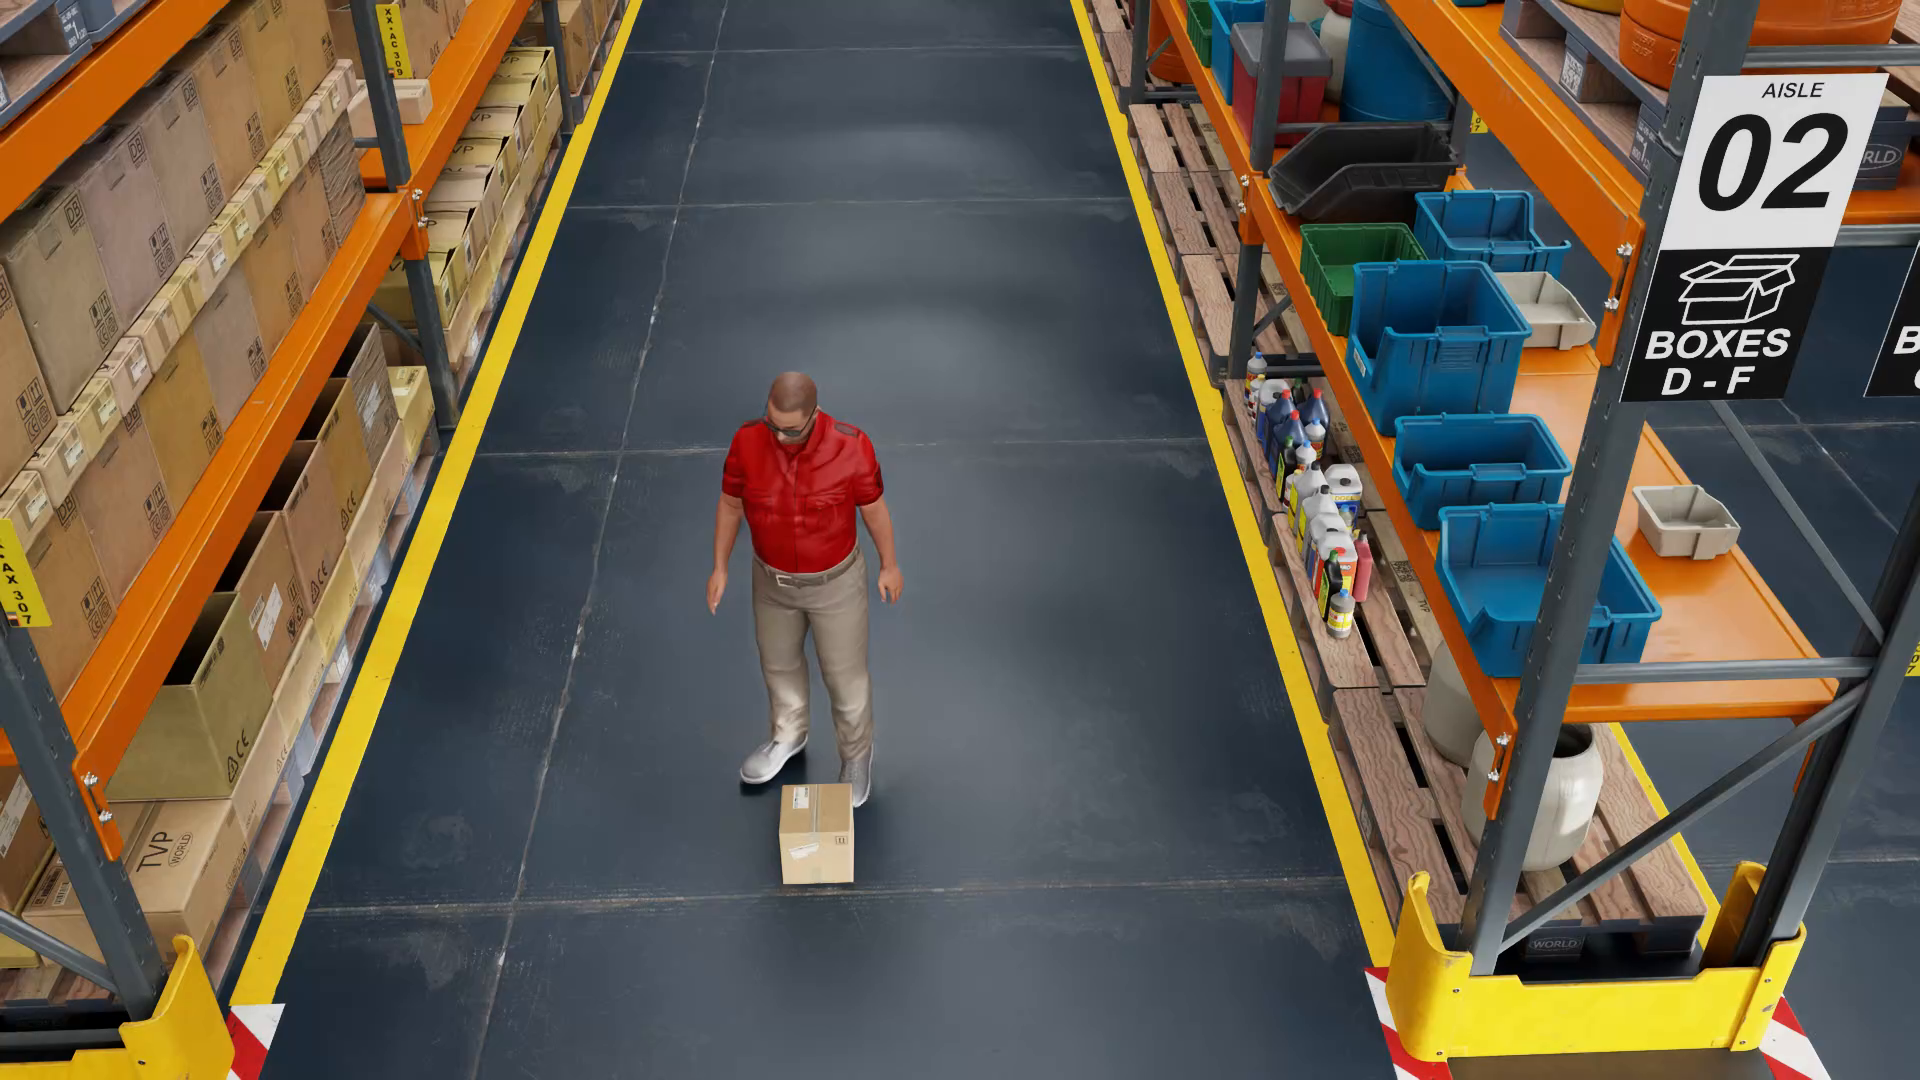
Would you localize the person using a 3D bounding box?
[{"bbox_3d":[-0.573,0.170,5.929,0.665,1.769,0.401,9,36,13],"label":"person"}]
